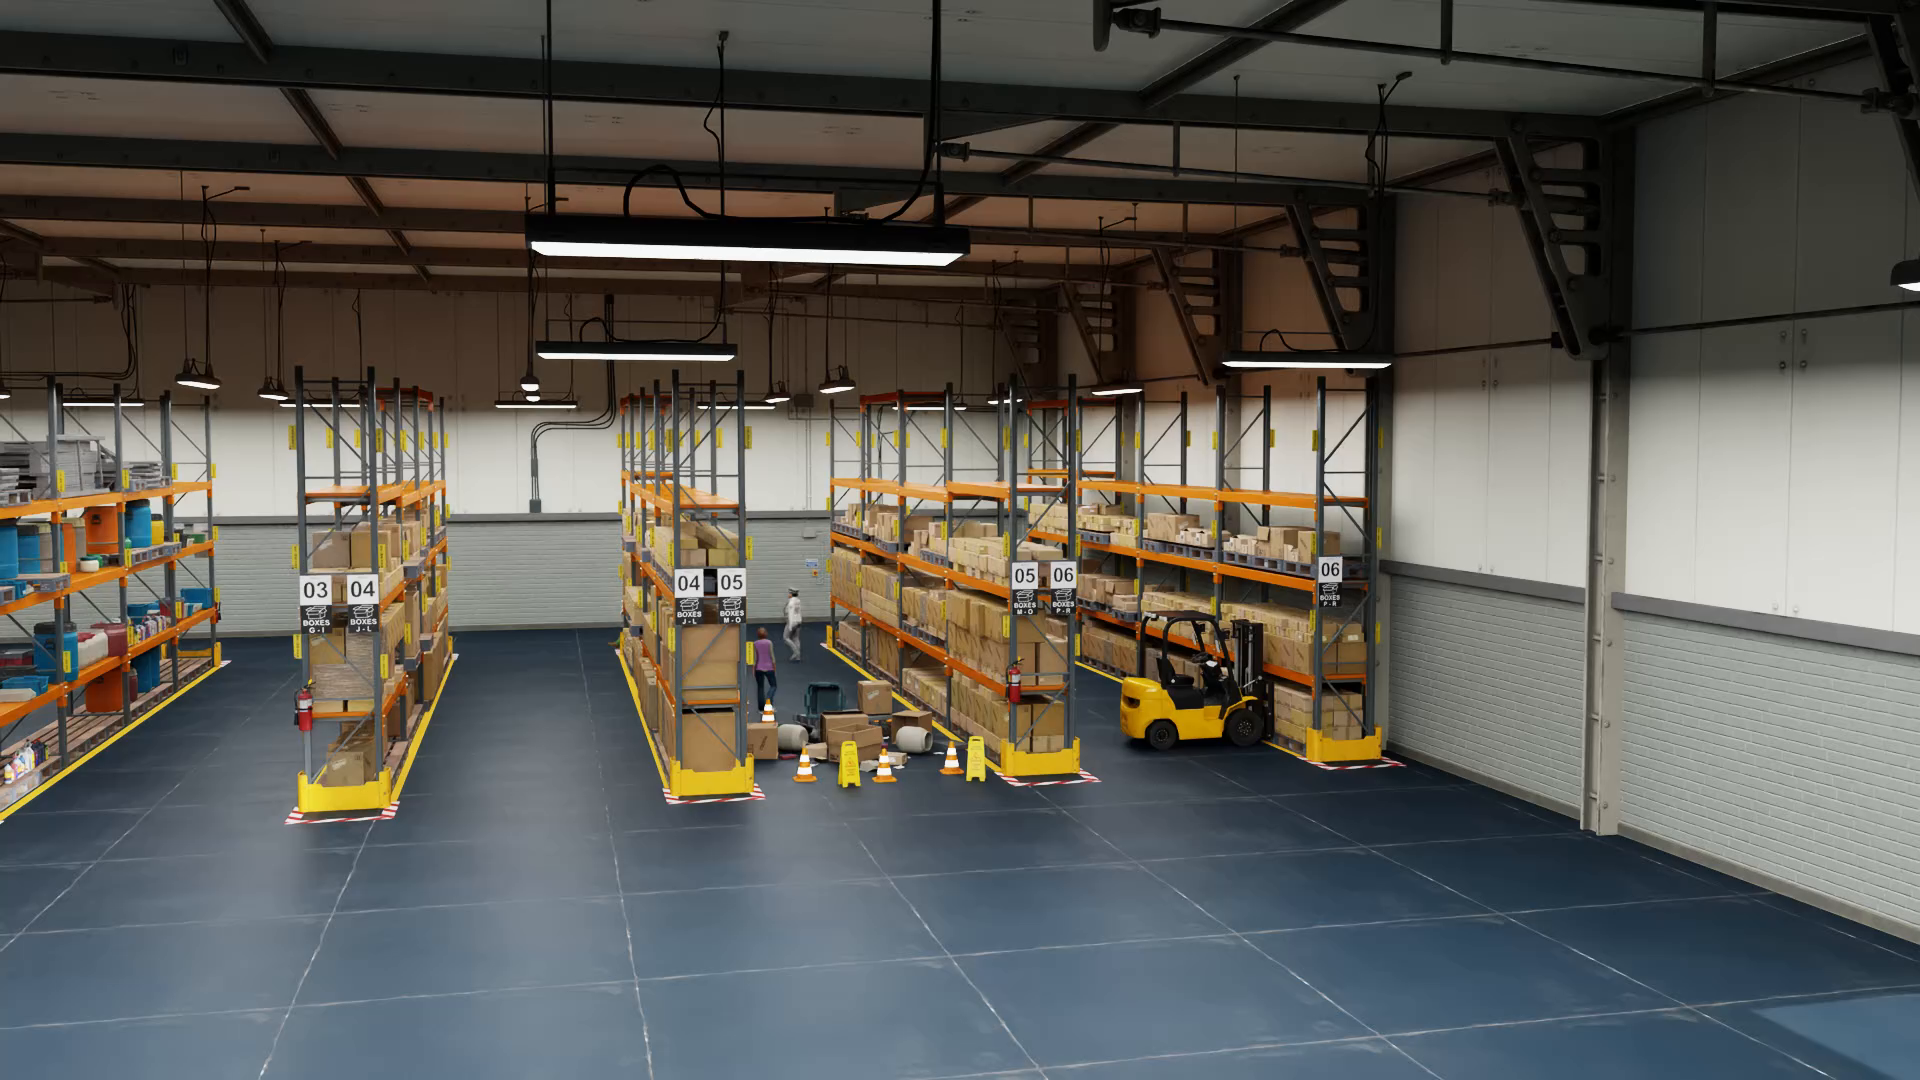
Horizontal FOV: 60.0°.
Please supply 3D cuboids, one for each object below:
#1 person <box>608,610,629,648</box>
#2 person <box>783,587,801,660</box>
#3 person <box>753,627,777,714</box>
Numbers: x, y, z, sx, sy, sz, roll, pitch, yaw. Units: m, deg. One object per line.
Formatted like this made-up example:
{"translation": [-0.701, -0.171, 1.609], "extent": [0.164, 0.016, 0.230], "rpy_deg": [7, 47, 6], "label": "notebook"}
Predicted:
{"translation": [-7.991, 1.747, 40.170], "extent": [1.143, 1.705, 0.523], "rpy_deg": [-3, 4, -37], "label": "person"}
{"translation": [-3.773, 1.904, 37.852], "extent": [0.413, 1.682, 0.523], "rpy_deg": [1, 4, 22], "label": "person"}
{"translation": [-3.585, 2.395, 30.381], "extent": [0.450, 1.598, 0.445], "rpy_deg": [1, 3, 9], "label": "person"}
